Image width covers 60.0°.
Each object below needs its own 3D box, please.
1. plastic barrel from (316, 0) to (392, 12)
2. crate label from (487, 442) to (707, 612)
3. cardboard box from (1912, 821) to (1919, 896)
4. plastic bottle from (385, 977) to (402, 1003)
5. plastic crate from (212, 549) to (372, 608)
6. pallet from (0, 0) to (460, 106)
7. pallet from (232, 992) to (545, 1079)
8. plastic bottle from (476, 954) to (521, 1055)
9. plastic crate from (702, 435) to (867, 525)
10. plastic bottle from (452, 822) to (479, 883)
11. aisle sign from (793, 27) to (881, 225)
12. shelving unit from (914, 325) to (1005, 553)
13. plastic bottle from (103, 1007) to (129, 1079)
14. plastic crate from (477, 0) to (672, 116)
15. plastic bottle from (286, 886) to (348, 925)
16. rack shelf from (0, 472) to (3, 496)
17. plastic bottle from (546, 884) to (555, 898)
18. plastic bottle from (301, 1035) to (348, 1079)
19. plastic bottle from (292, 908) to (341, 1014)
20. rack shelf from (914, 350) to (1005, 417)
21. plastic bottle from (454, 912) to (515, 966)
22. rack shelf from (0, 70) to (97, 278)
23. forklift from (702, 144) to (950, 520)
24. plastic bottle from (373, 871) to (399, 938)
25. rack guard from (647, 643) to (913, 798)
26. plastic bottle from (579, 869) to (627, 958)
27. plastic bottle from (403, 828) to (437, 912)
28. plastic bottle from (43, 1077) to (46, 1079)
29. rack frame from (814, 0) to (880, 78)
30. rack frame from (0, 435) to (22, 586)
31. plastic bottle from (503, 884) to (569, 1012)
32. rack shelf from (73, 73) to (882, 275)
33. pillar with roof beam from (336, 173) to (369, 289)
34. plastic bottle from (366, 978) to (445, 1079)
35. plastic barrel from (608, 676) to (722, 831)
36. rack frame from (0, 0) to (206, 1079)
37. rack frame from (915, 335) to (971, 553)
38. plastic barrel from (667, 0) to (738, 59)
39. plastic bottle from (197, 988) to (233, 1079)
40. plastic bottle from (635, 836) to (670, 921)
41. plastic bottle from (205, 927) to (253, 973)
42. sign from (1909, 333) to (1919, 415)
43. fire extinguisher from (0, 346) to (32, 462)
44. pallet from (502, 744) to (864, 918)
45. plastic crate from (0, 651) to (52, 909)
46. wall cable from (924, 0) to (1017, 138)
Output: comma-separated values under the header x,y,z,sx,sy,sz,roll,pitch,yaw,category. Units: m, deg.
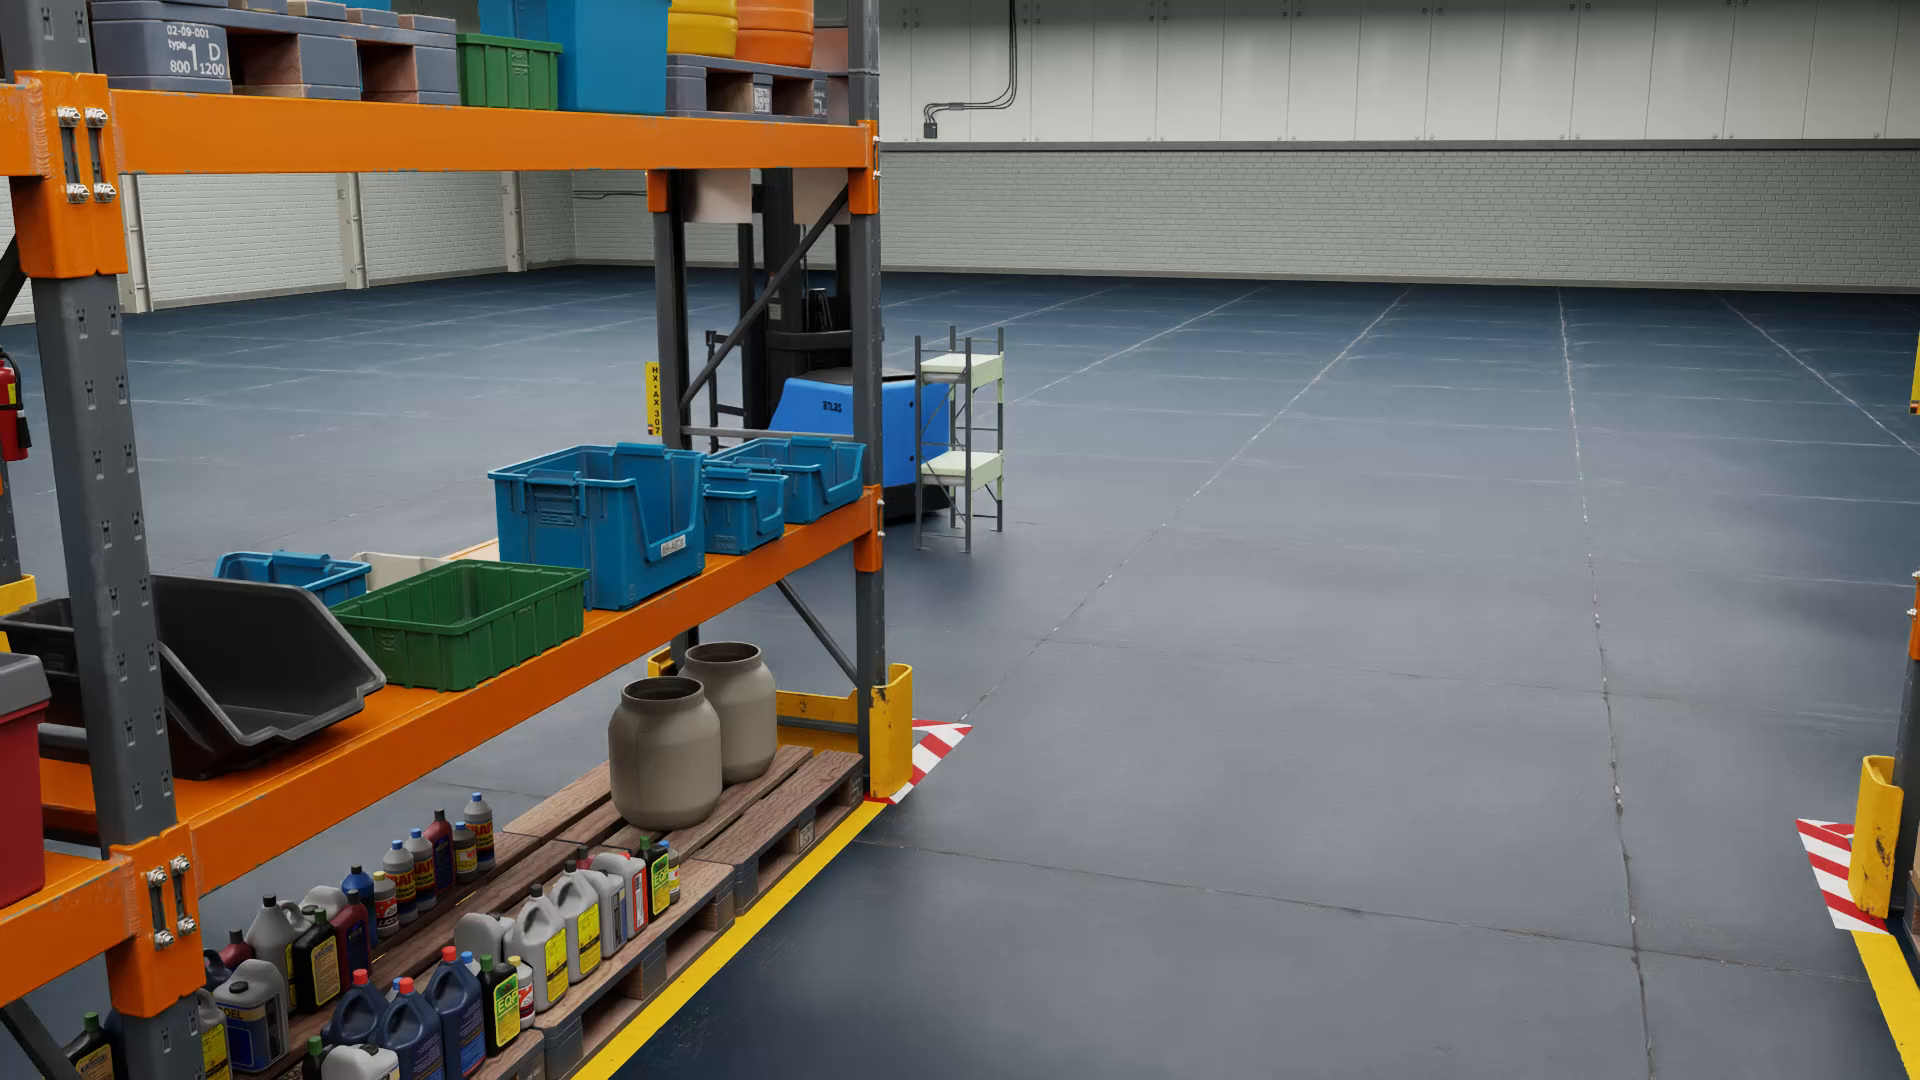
x,y,z,sx,sy,sz,roll,pitch,yaw,category
-1.692,-1.719,3.967,0.600,0.901,0.708,4,14,18,plastic barrel
-1.161,-0.058,5.421,0.502,0.435,0.616,4,14,18,crate label
3.480,1.142,5.477,0.500,0.250,0.500,4,14,18,cardboard box
-1.529,1.331,4.559,0.097,0.271,0.097,0,13,0,plastic bottle
-2.014,0.214,4.642,0.499,0.251,0.616,4,14,18,plastic crate
-1.974,-1.135,3.902,1.213,0.211,1.003,4,14,18,pallet
-1.859,1.616,4.435,1.003,0.211,1.213,4,14,18,pallet
-1.308,1.293,4.699,0.061,0.283,0.133,5,14,21,plastic bottle
-0.700,-0.248,6.669,0.499,0.251,0.616,4,14,18,plastic crate
-1.736,1.083,5.801,0.097,0.201,0.097,0,13,0,plastic bottle
-0.517,-1.709,6.892,0.394,0.787,0.004,4,14,18,aisle sign
0.002,-0.733,11.827,0.431,1.500,0.755,4,14,18,shelving unit
-2.180,1.315,4.449,0.144,0.351,0.185,4,13,17,plastic bottle
-1.153,-1.479,5.022,0.392,0.384,0.575,4,14,18,plastic crate
-1.957,1.209,5.081,0.152,0.276,0.135,5,14,19,plastic bottle
-6.155,-0.032,7.006,1.077,0.370,4.000,4,14,18,rack shelf
-1.277,1.196,5.309,0.097,0.201,0.097,0,13,0,plastic bottle
-1.620,1.391,4.268,0.061,0.283,0.133,4,14,18,plastic bottle
-1.908,1.242,4.923,0.061,0.283,0.133,4,14,18,plastic bottle
0.002,-1.113,11.740,0.431,0.370,0.720,4,14,18,rack shelf
-1.411,1.233,4.976,0.152,0.276,0.135,4,14,18,plastic bottle
-2.763,-0.296,1.420,1.077,0.370,4.000,4,14,18,rack shelf
-1.422,-1.789,13.241,1.130,2.935,3.031,-12,17,-41,forklift
-1.878,1.175,5.397,0.097,0.201,0.097,0,13,0,plastic bottle
-0.801,0.790,7.402,1.175,0.500,0.348,4,14,18,rack guard
-1.153,1.164,5.278,0.152,0.276,0.135,4,13,17,plastic bottle
-1.814,1.099,5.573,0.097,0.271,0.097,0,13,0,plastic bottle
-2.293,1.445,4.214,0.097,0.201,0.097,0,13,0,plastic bottle
-0.821,-3.372,6.541,1.000,3.000,0.127,4,14,18,rack frame
-5.508,-0.804,8.771,1.000,3.000,0.127,4,14,18,rack frame
-1.263,1.202,4.944,0.144,0.351,0.185,4,14,18,plastic bottle
-1.468,-1.138,5.110,1.077,0.370,4.000,4,14,18,rack shelf
-8.822,-9.461,33.215,9.100,9.000,0.400,4,14,18,pillar with roof beam
-1.462,1.331,4.378,0.144,0.351,0.185,5,14,20,plastic bottle
-1.124,0.810,6.345,0.421,0.512,0.421,0,13,0,plastic barrel
-2.119,0.394,3.520,0.949,2.616,0.053,4,14,18,rack frame
-0.116,-0.656,11.490,0.400,1.500,0.023,4,14,18,rack frame
-1.070,-1.957,5.715,0.600,0.588,0.600,0,13,0,plastic barrel
-2.043,1.325,4.404,0.144,0.351,0.185,4,14,18,plastic bottle
-1.021,1.106,5.516,0.061,0.283,0.133,5,14,20,plastic bottle
-2.104,1.270,4.797,0.061,0.283,0.133,5,14,22,plastic bottle
3.341,-0.592,5.718,0.100,0.325,0.005,4,14,18,sign
-5.035,-0.758,8.740,0.296,0.674,0.183,4,14,18,fire extinguisher
-1.069,1.102,6.686,1.003,0.211,1.213,4,14,18,pallet
-1.983,0.487,2.968,0.402,0.464,0.583,4,14,18,plastic crate
0.228,-12.530,39.021,2.305,6.003,0.169,4,14,18,wall cable
